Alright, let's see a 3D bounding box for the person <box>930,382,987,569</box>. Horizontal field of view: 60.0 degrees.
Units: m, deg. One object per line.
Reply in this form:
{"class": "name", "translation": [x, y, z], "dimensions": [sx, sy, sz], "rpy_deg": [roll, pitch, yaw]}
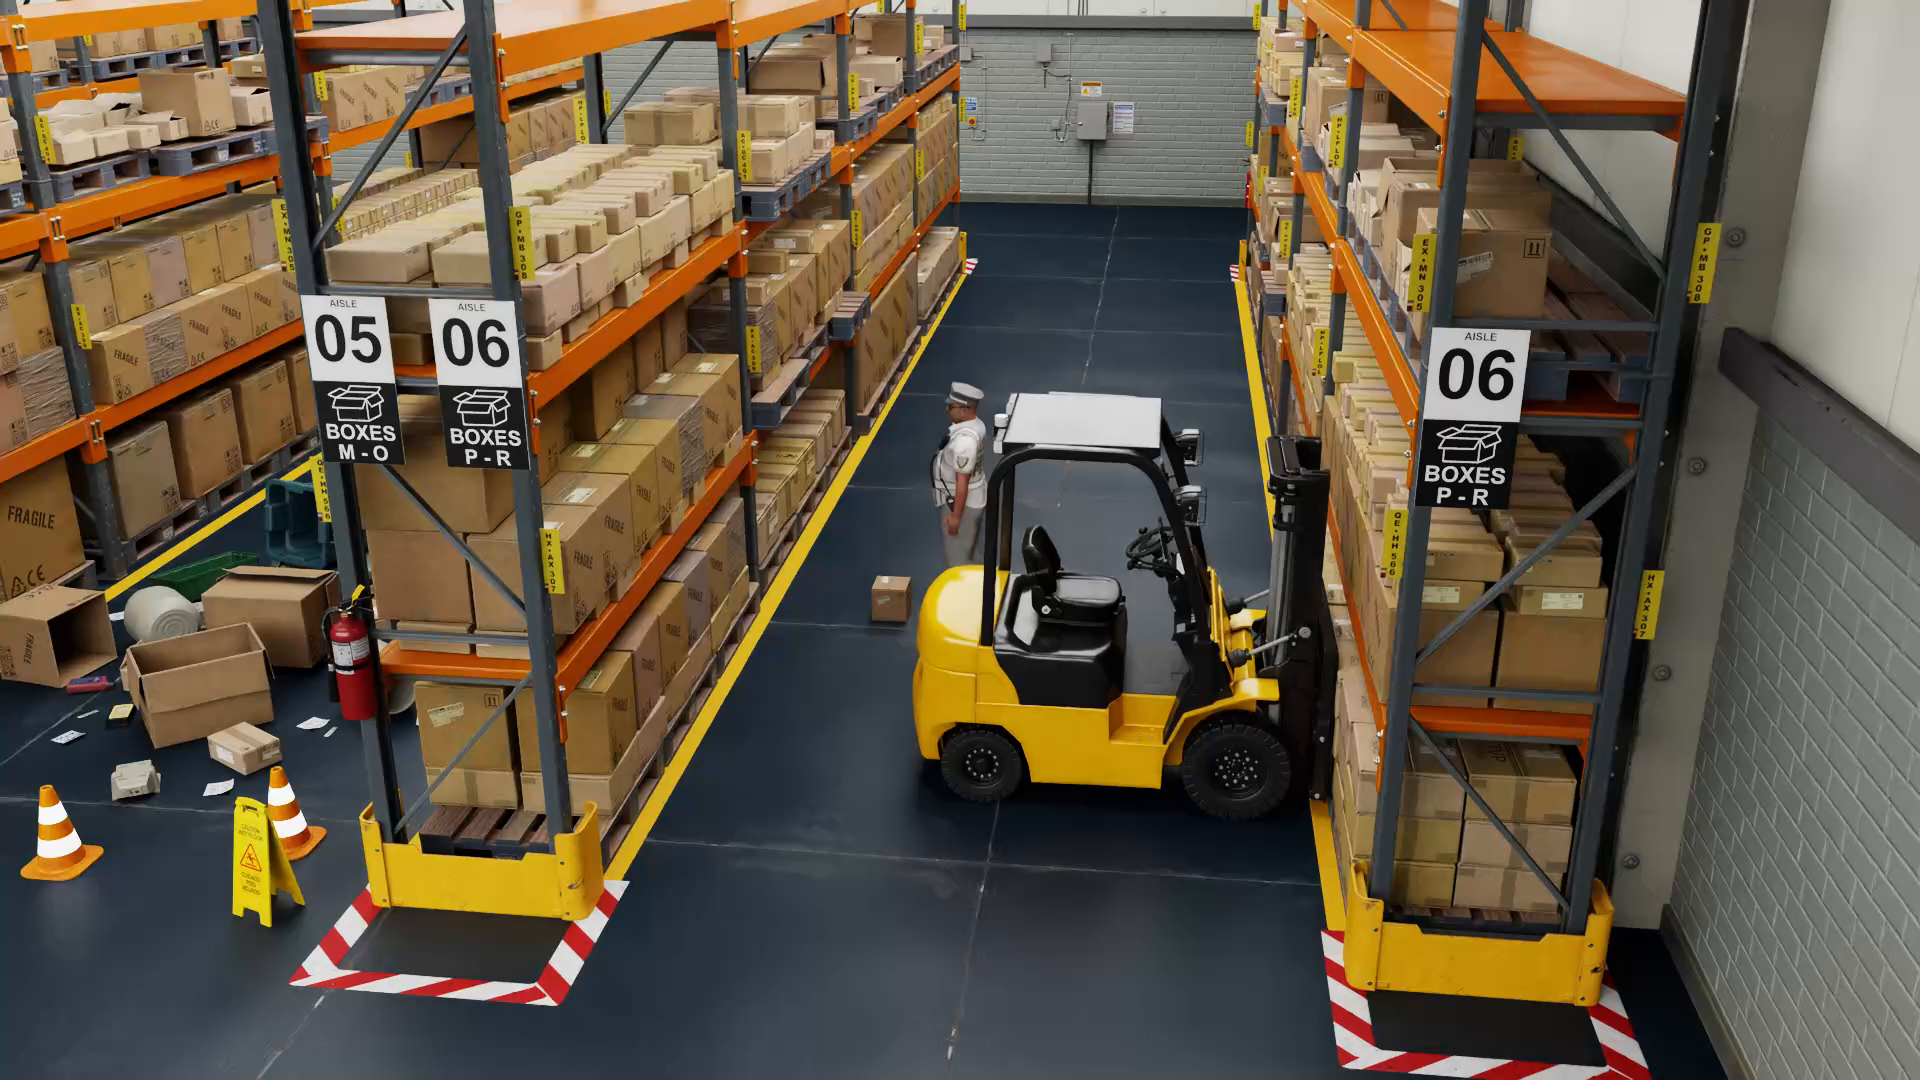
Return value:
{"class": "person", "translation": [-0.011, -0.253, 11.716], "dimensions": [0.373, 1.767, 0.527], "rpy_deg": [3, 21, 8]}
